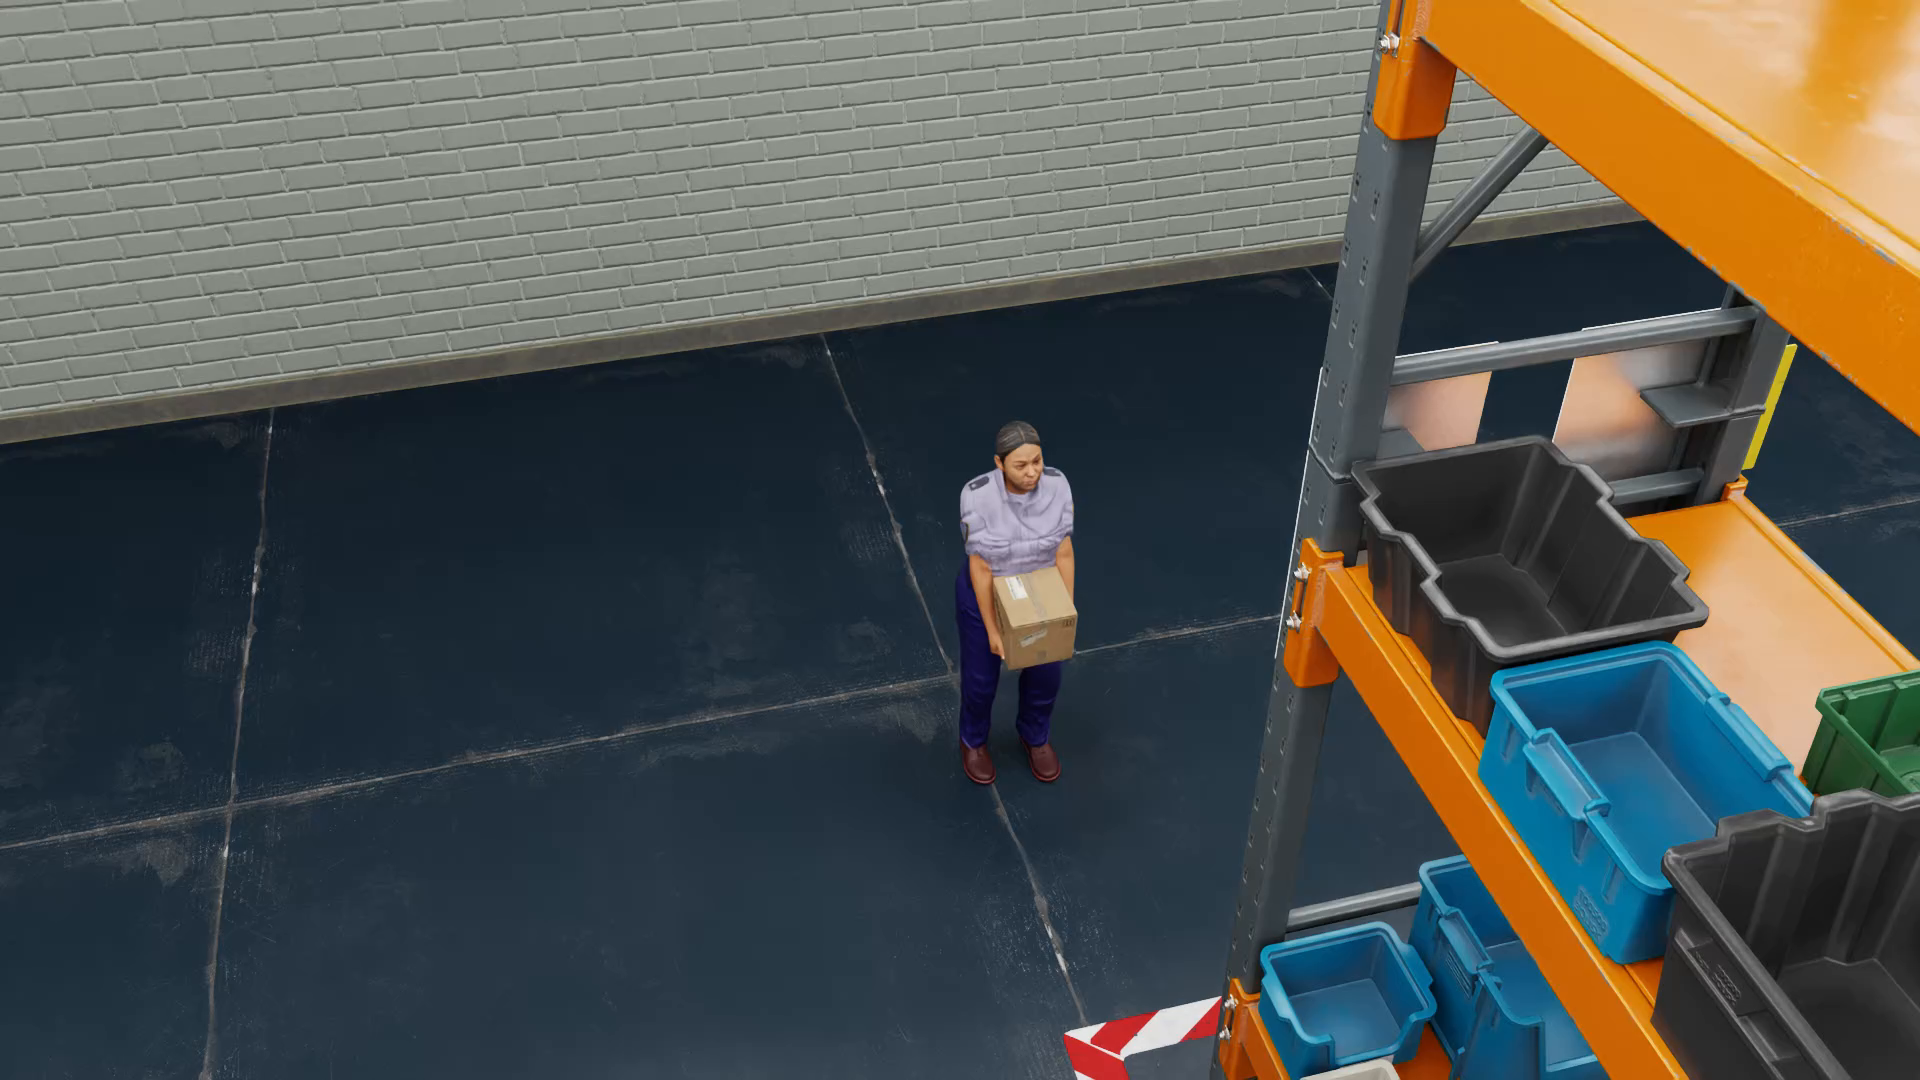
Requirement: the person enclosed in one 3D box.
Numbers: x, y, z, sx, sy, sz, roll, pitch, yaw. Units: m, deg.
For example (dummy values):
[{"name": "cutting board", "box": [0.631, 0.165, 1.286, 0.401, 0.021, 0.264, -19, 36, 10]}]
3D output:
[{"name": "person", "box": [0.225, 0.279, 6.382, 0.435, 1.647, 0.528, -10, 40, -12]}]
